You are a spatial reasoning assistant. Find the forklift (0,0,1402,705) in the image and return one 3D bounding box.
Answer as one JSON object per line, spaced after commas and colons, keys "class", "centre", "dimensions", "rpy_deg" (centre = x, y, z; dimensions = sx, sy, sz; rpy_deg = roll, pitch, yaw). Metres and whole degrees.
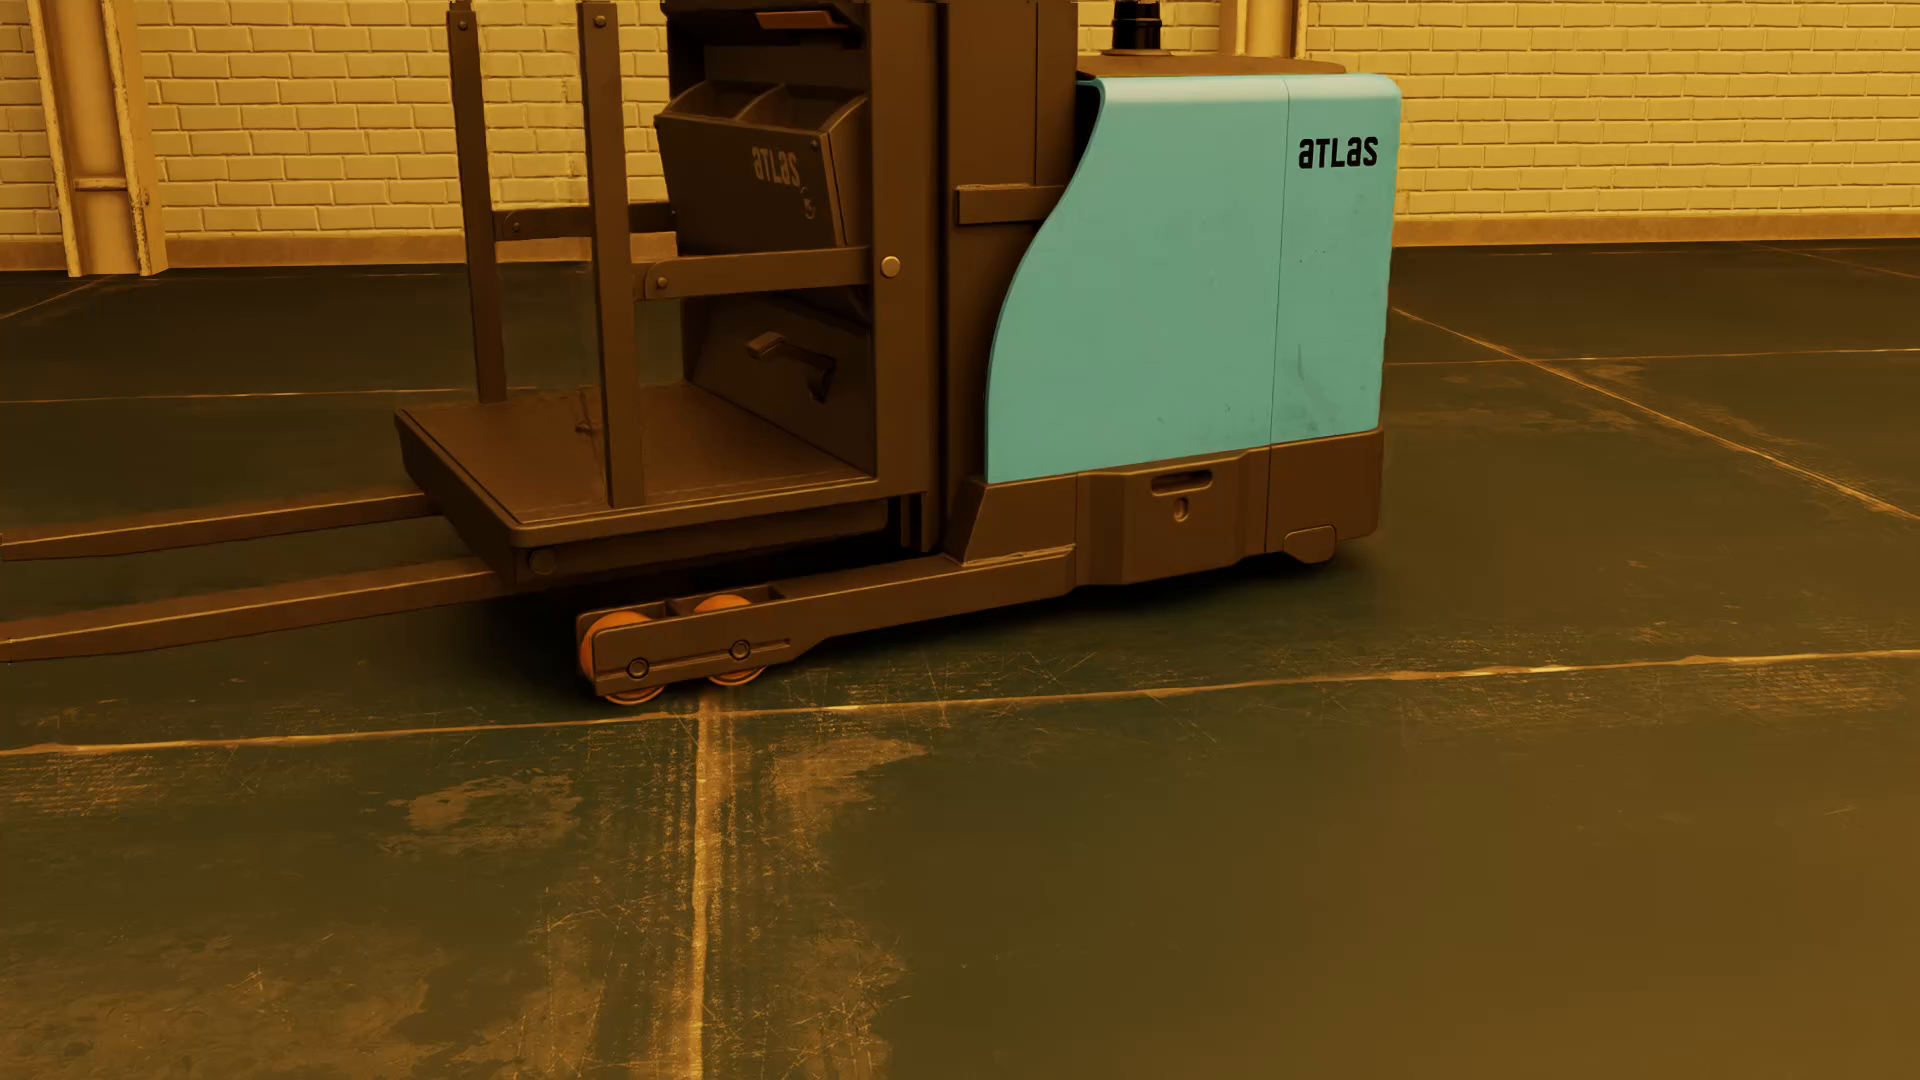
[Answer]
{"class": "forklift", "centre": [-0.587, -1.281, 3.137], "dimensions": [3.031, 2.935, 1.130], "rpy_deg": [-9, 19, -27]}
